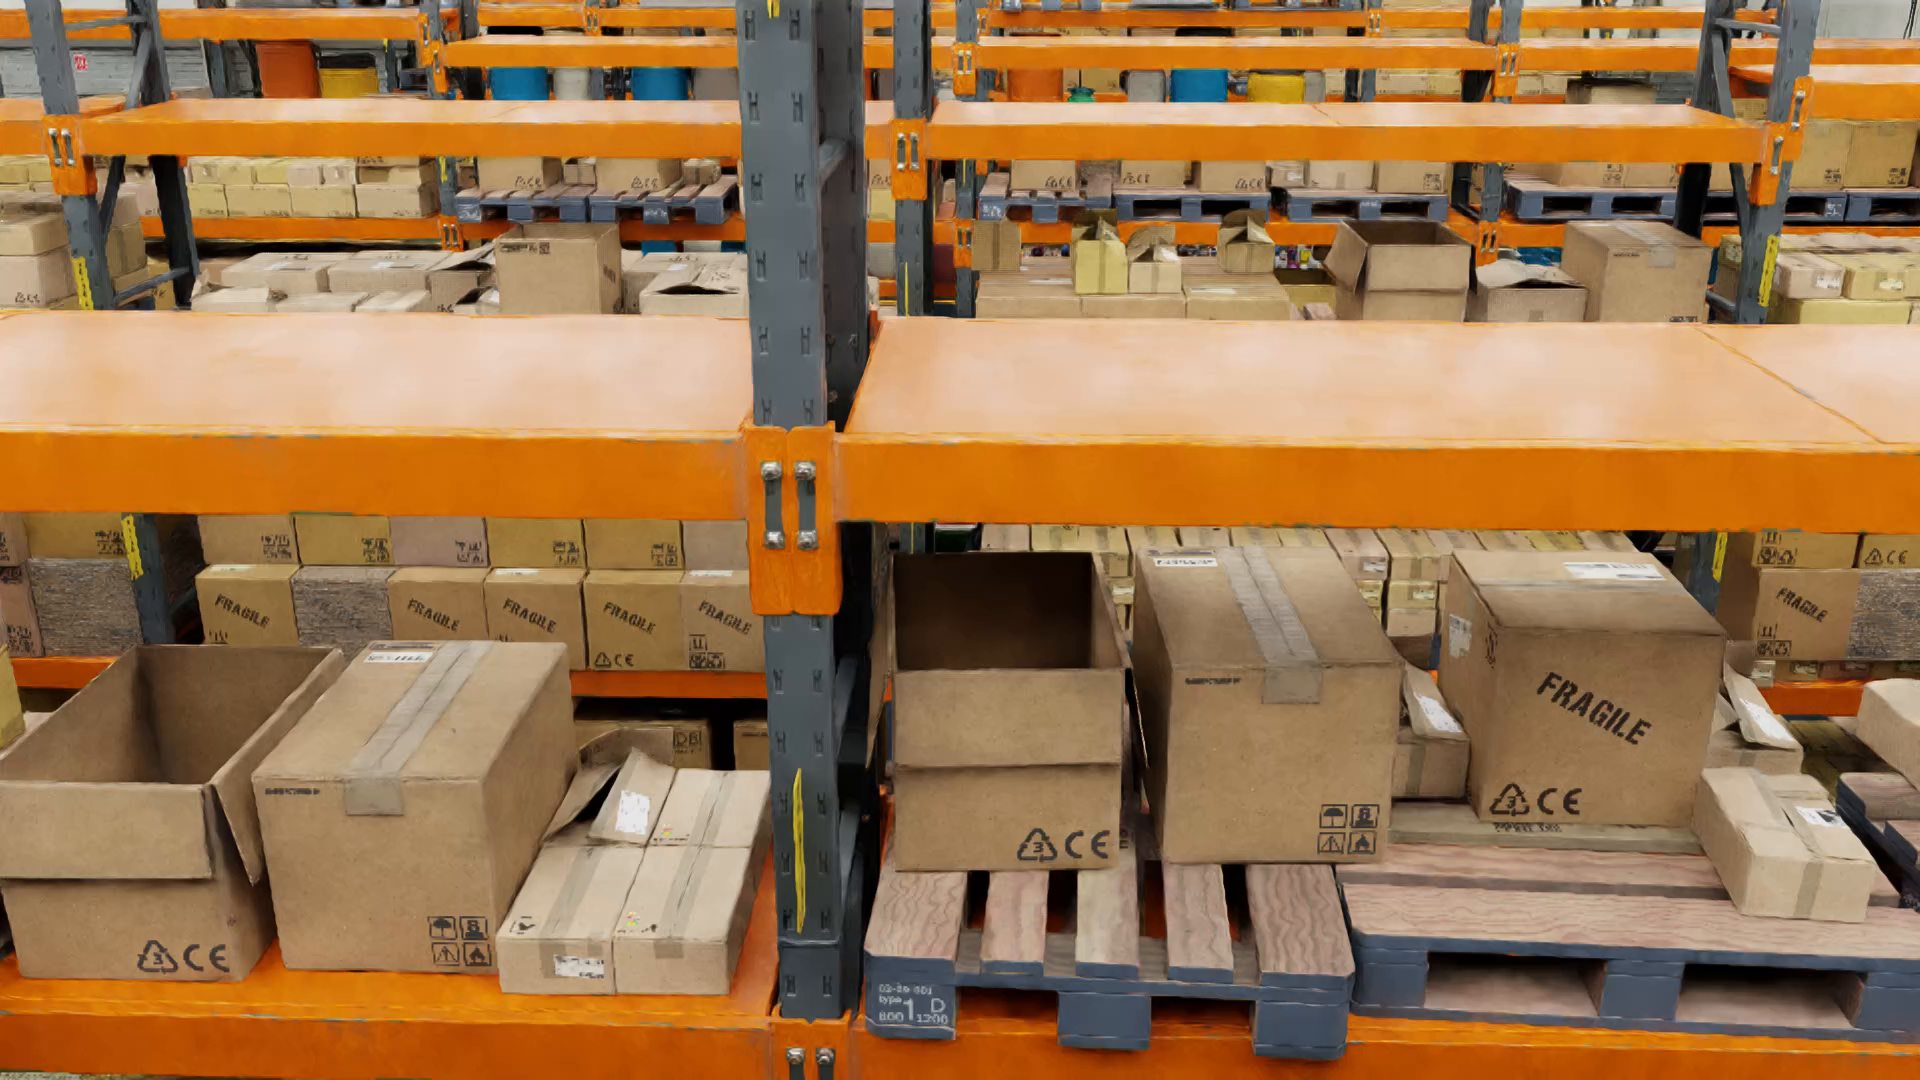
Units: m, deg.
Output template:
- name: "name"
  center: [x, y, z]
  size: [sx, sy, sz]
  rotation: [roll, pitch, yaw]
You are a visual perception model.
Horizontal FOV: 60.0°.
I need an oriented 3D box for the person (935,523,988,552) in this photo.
- name: "person"
  center: [-0.075, -0.119, 12.080]
  size: [0.600, 1.744, 0.669]
  rotation: [-10, 23, -24]
